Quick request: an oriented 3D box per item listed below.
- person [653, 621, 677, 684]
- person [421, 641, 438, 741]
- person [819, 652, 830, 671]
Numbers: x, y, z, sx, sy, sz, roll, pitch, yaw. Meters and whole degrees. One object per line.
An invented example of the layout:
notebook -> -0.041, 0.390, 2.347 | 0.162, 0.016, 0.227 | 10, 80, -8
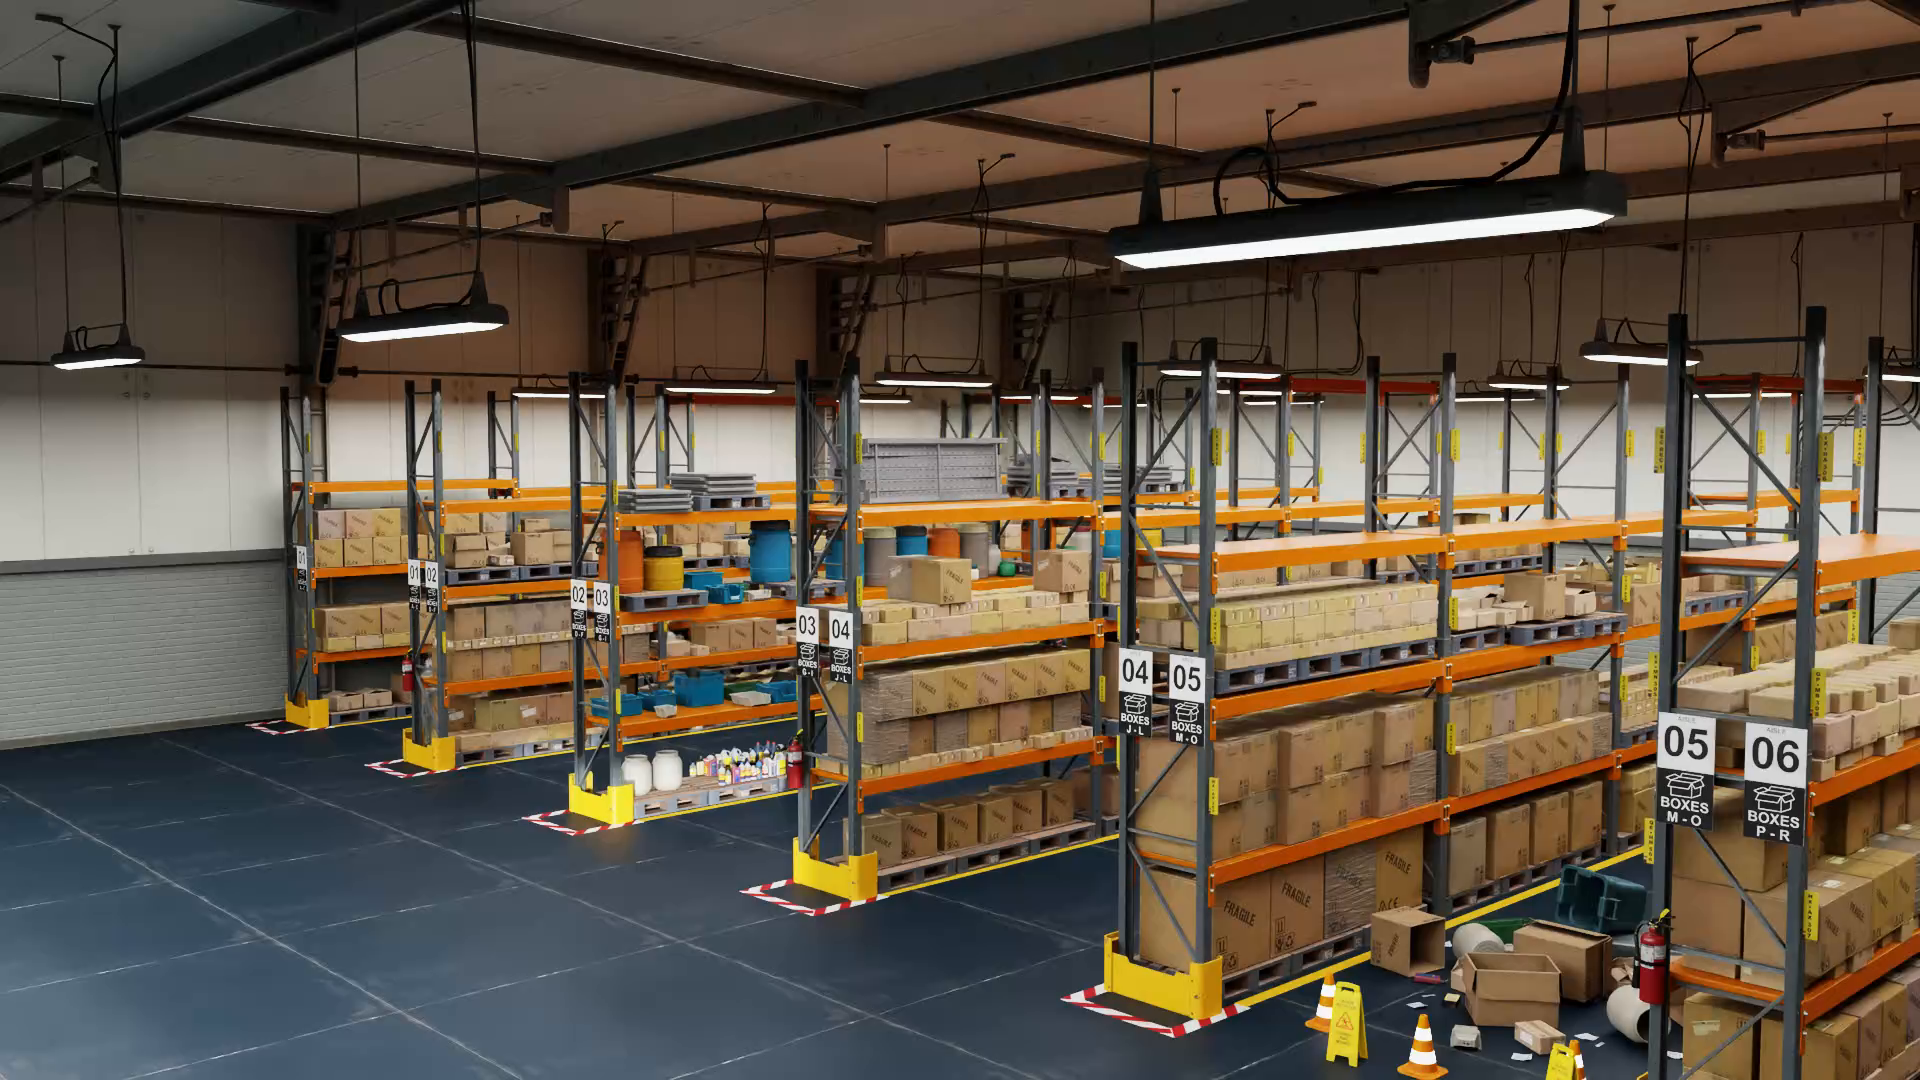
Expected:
person -> -5.601, 2.305, 31.572 | 0.690, 1.730, 0.682 | 3, 5, 37
person -> -8.763, 2.549, 27.767 | 0.595, 1.745, 0.759 | 2, 4, 32
person -> -2.866, 2.082, 35.078 | 0.682, 1.754, 0.801 | 3, 5, 41
